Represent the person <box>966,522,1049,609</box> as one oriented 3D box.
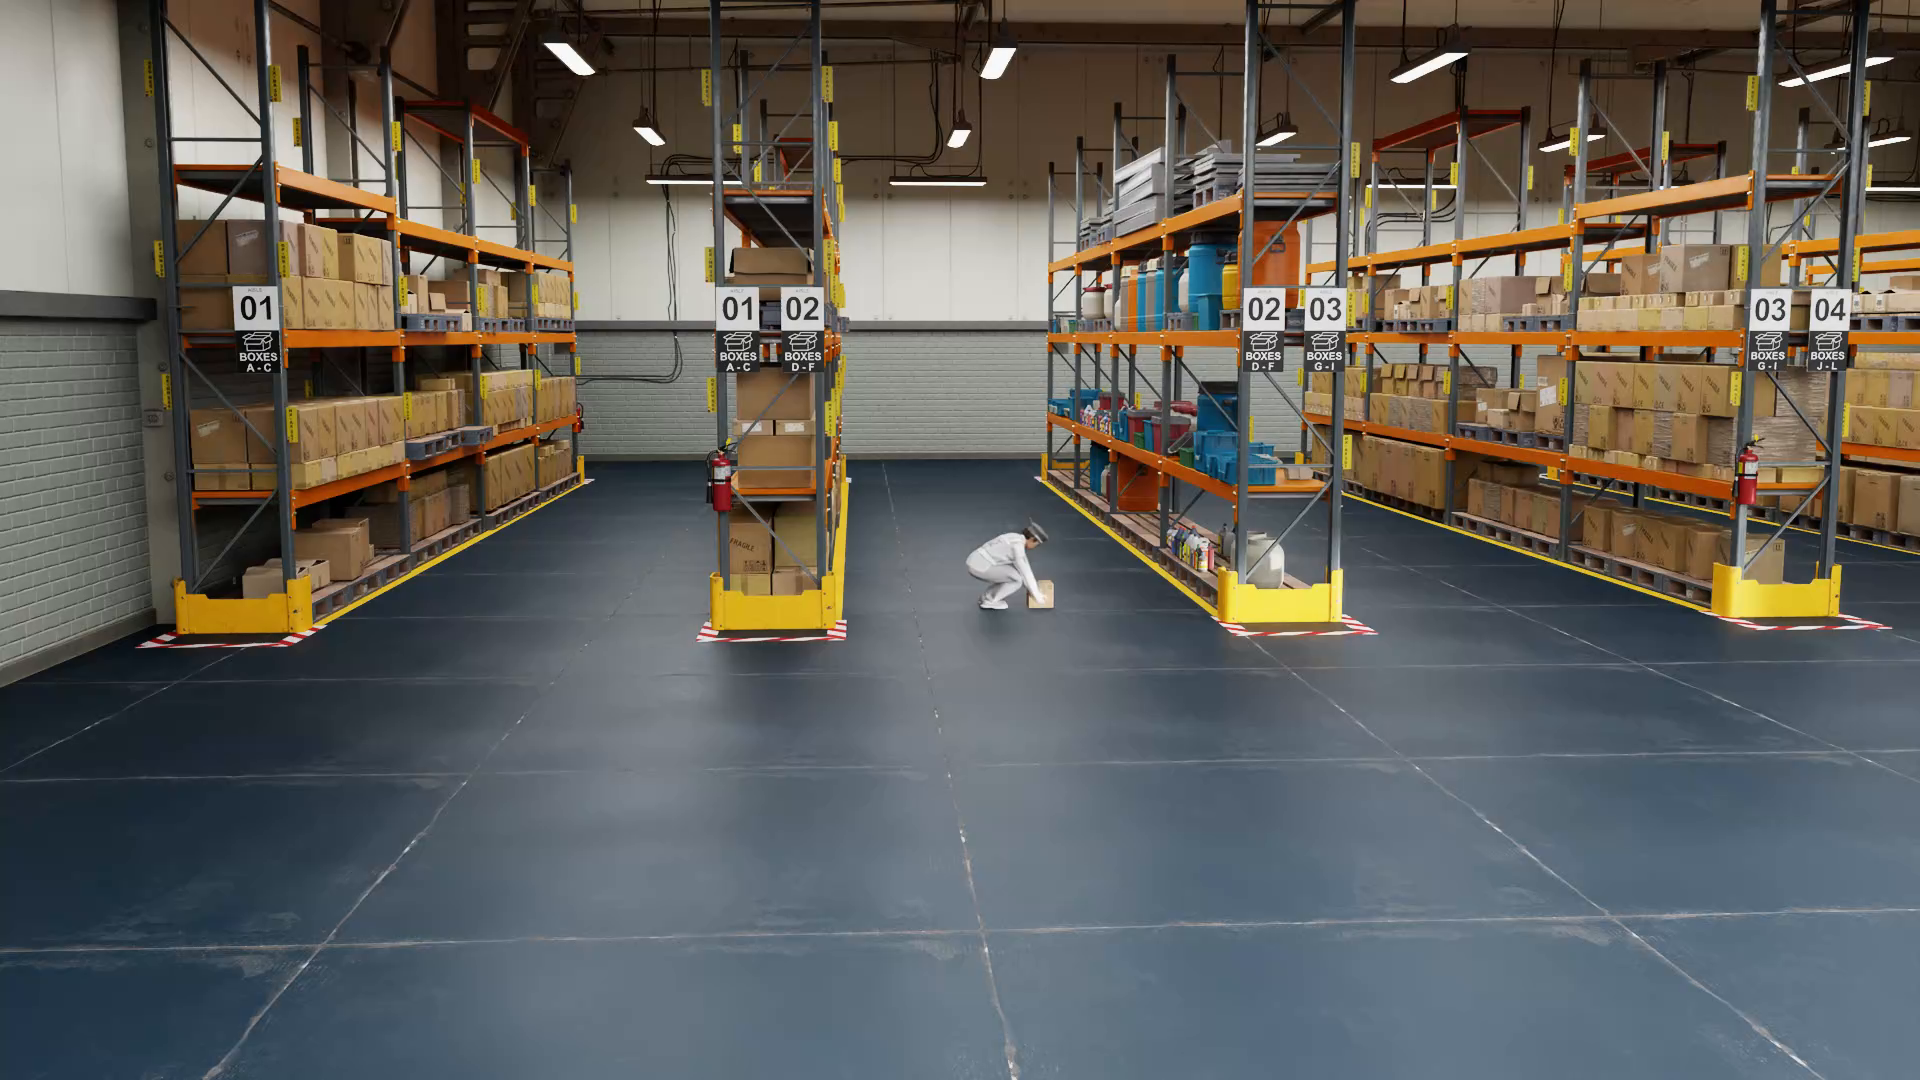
[{"bbox_3d":[0.489,0.257,16.986,0.858,0.866,0.484,0,7,-4],"label":"person"}]
